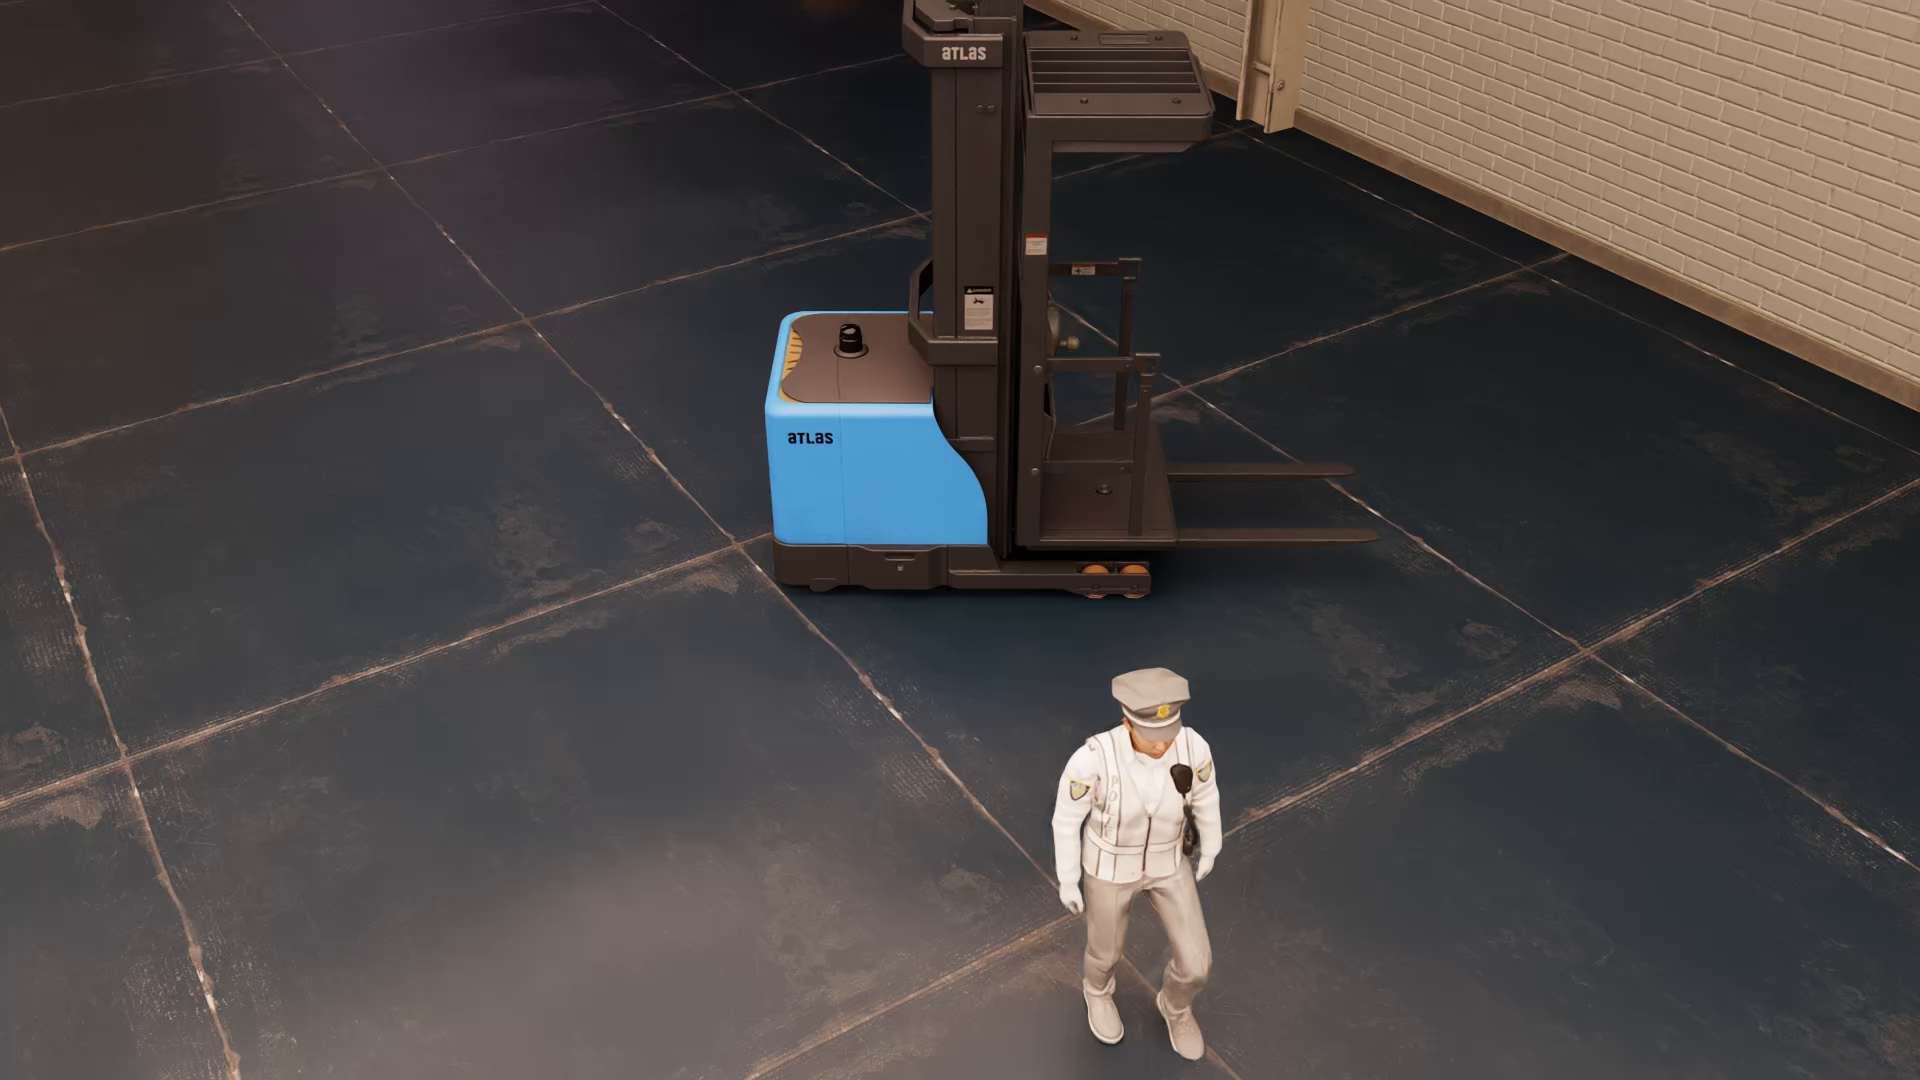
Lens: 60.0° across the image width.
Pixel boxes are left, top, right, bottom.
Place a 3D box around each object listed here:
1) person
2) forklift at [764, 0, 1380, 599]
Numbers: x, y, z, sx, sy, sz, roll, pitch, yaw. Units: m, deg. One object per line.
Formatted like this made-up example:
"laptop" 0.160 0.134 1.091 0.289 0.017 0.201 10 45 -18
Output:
"person" 0.616 1.149 5.662 0.595 1.693 0.462 -6 36 -8
"forklift" 0.587 -1.216 7.878 3.031 2.935 1.130 0 35 0
